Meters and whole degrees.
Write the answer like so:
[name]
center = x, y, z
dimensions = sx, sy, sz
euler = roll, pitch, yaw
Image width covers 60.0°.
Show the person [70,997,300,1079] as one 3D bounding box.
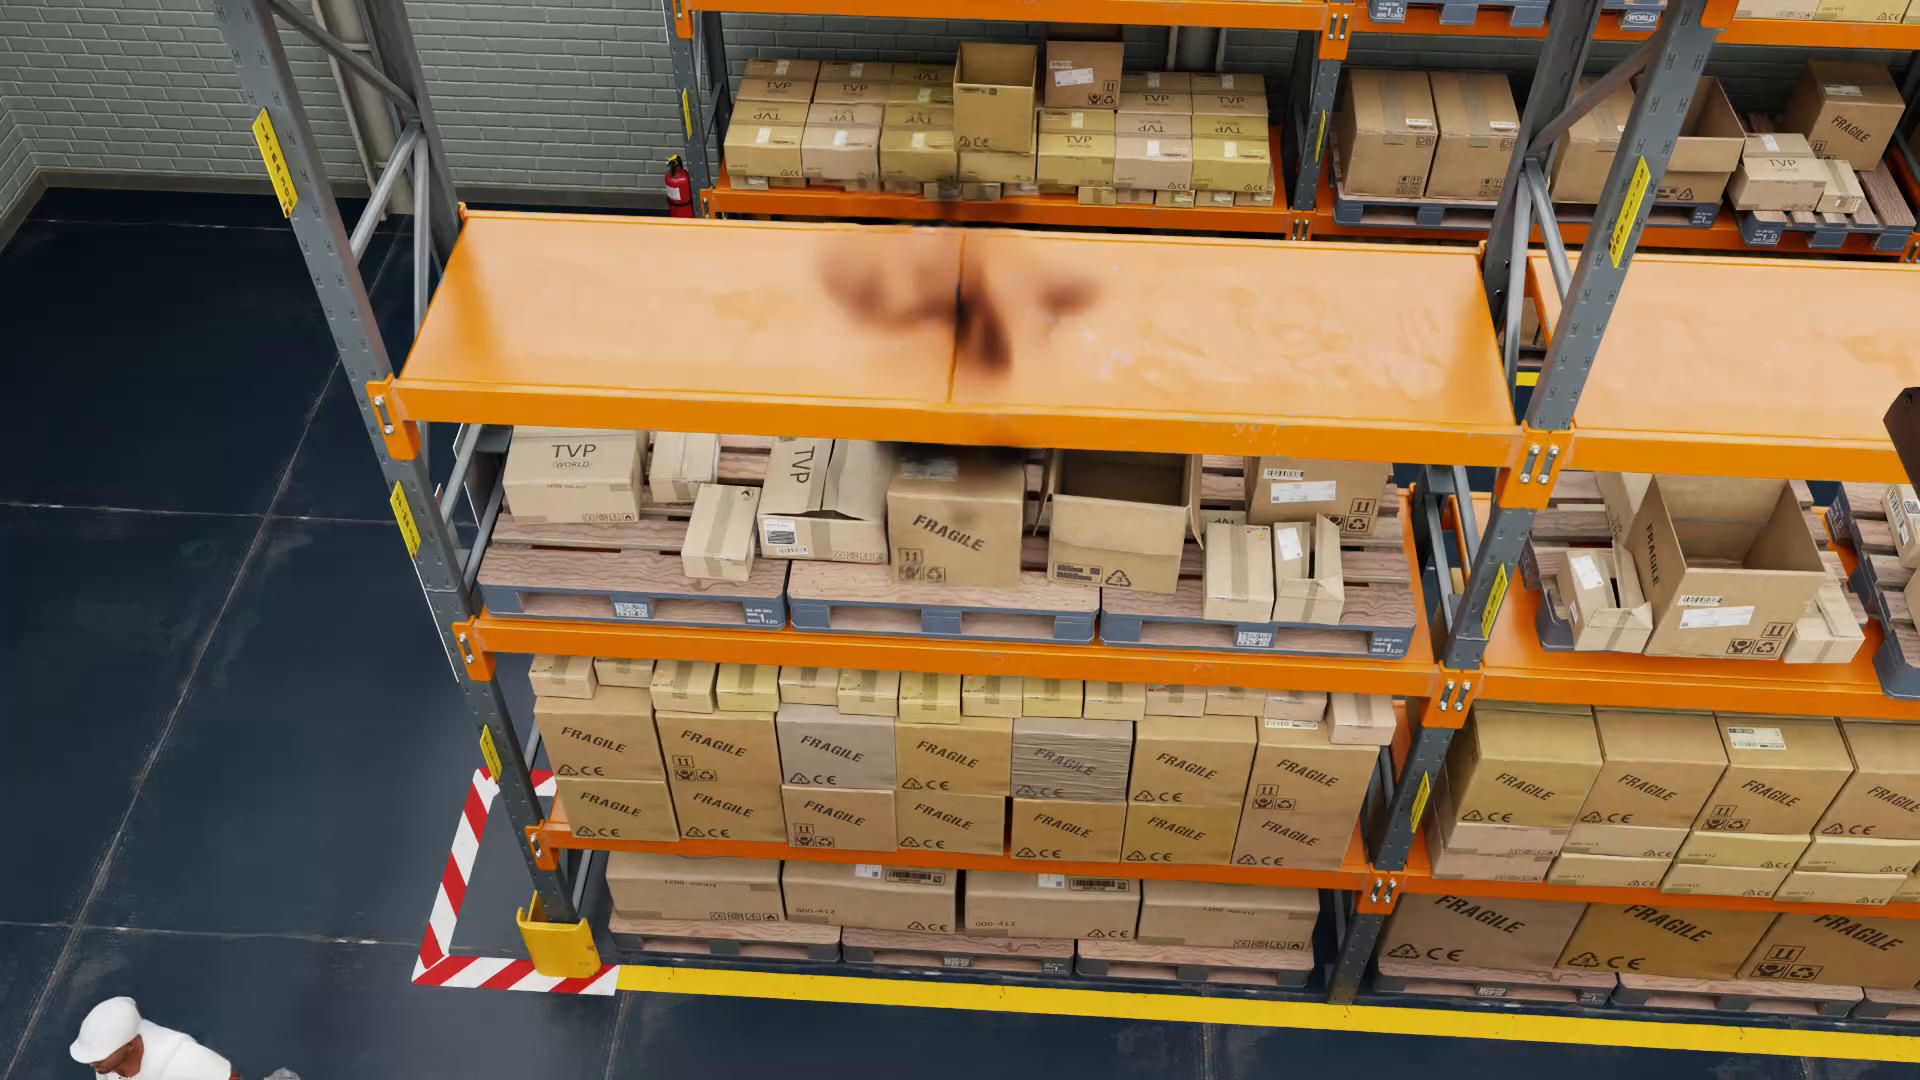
[person]
center = -3.377, 2.435, 7.353
dimensions = 0.673, 1.812, 0.831
euler = 10, 49, 9
